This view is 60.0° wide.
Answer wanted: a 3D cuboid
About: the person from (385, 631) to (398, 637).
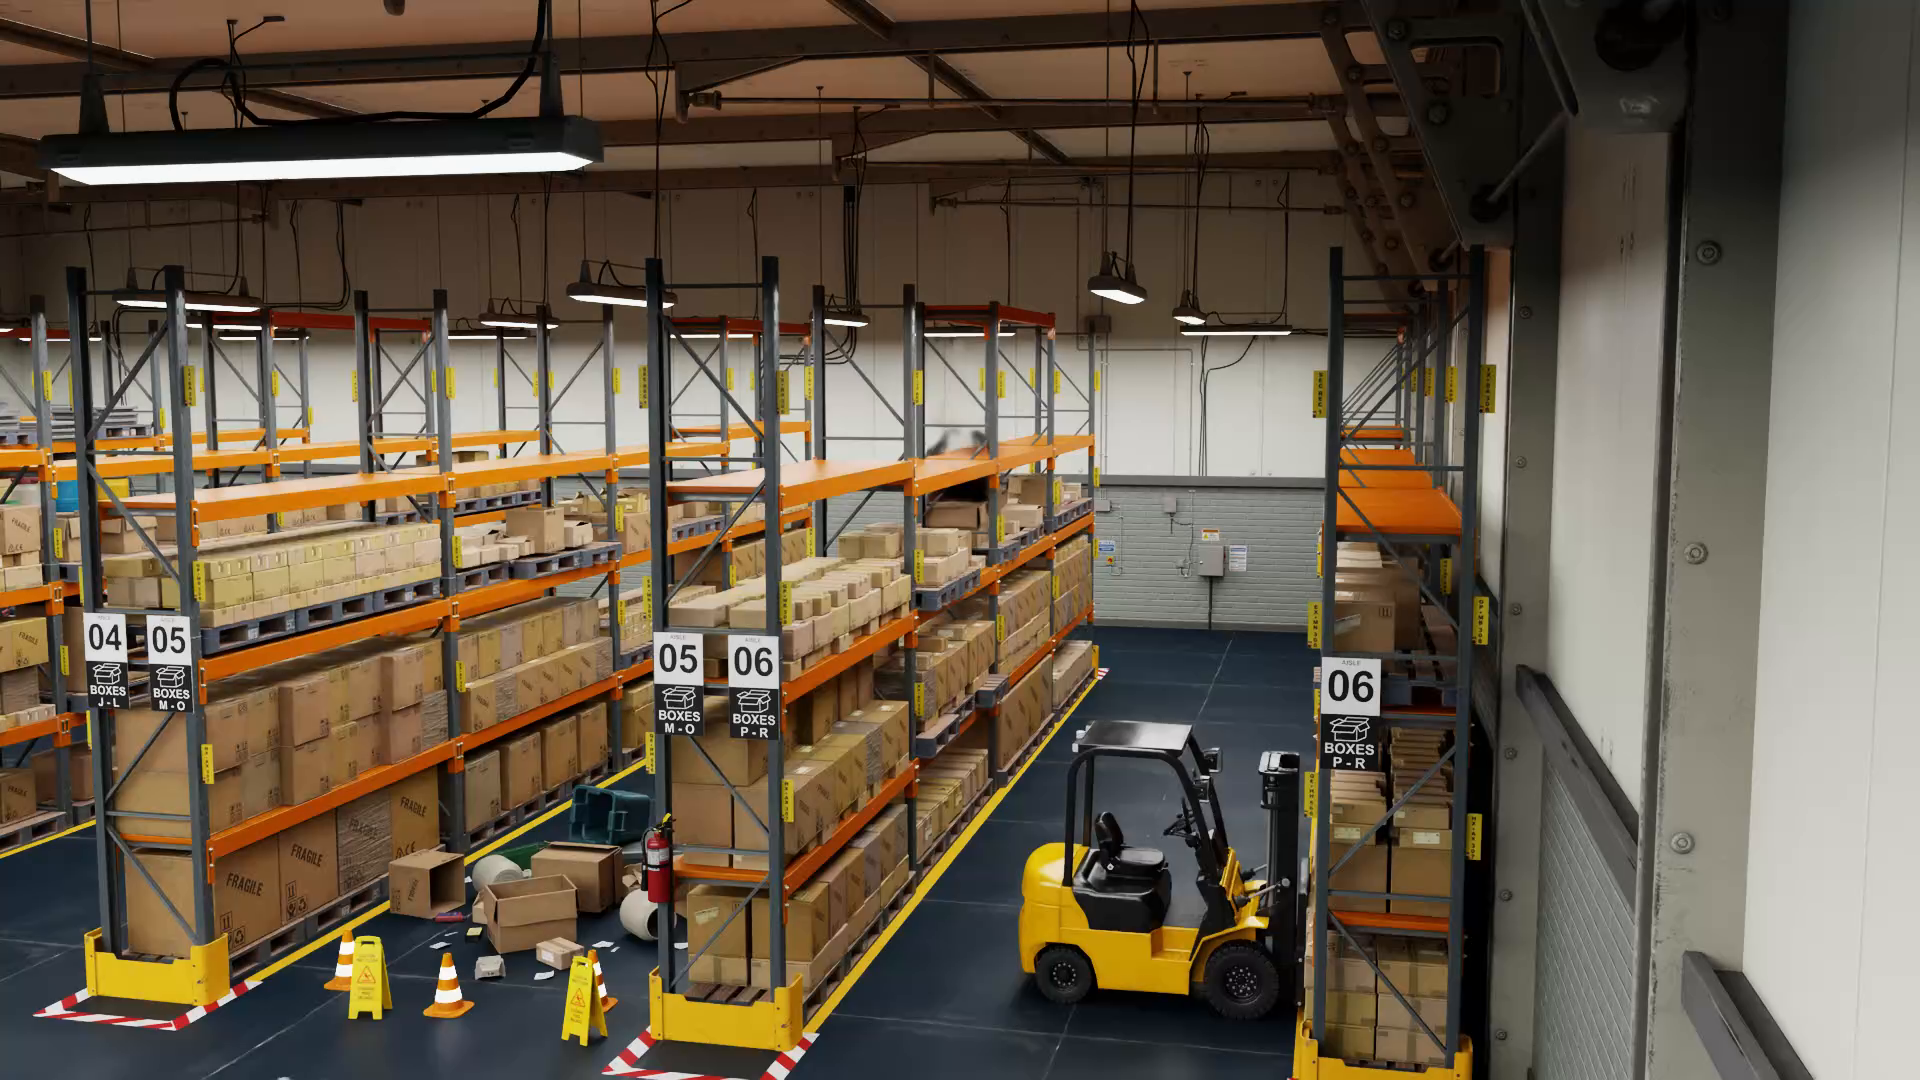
[{"bbox_3d":[-7.775,2.053,22.839,0.534,1.627,0.830,1,6,11],"label":"person"}]
